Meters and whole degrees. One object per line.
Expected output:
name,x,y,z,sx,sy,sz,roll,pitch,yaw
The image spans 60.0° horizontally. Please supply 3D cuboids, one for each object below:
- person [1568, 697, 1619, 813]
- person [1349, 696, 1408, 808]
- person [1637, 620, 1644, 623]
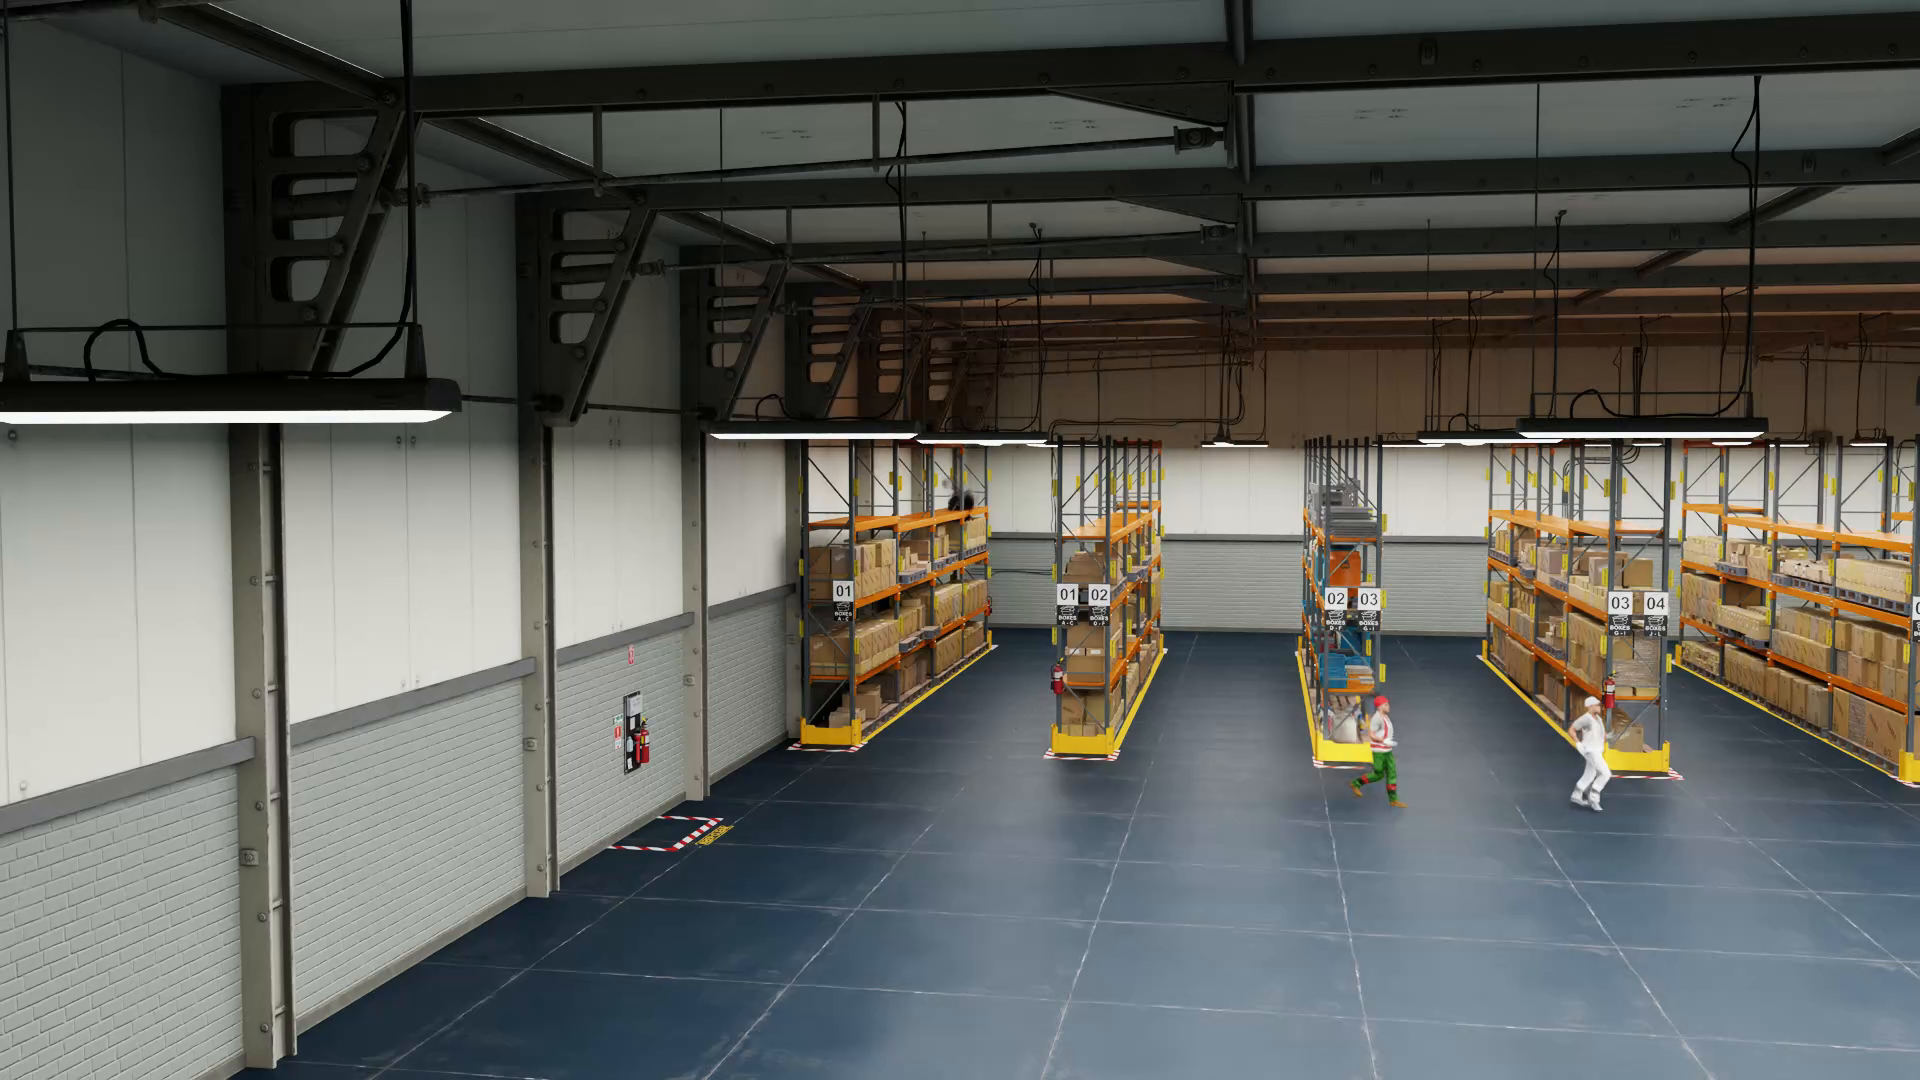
person,10.063,3.399,26.408,0.741,1.818,0.645,2,4,39
person,6.735,3.387,26.699,0.959,1.774,0.653,2,4,34
person,17.625,2.547,42.762,0.665,1.790,0.711,1,3,23
